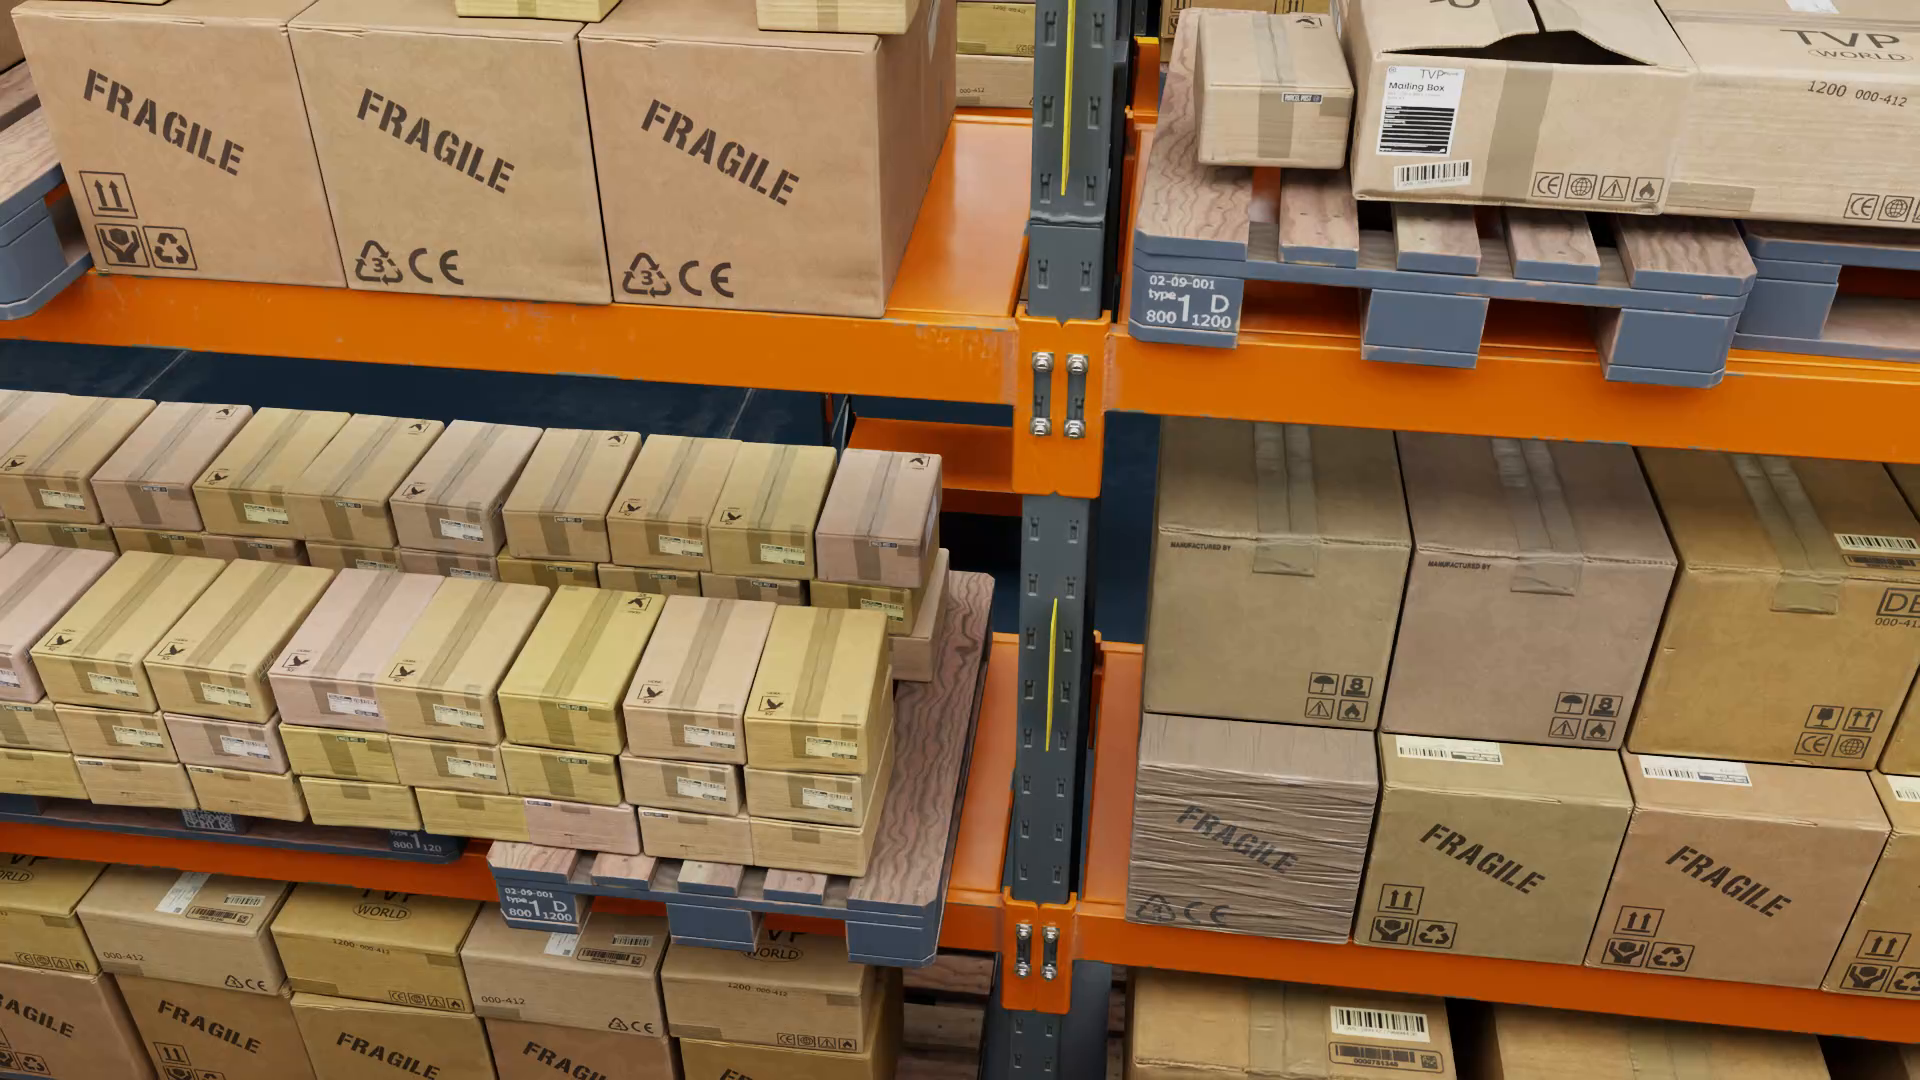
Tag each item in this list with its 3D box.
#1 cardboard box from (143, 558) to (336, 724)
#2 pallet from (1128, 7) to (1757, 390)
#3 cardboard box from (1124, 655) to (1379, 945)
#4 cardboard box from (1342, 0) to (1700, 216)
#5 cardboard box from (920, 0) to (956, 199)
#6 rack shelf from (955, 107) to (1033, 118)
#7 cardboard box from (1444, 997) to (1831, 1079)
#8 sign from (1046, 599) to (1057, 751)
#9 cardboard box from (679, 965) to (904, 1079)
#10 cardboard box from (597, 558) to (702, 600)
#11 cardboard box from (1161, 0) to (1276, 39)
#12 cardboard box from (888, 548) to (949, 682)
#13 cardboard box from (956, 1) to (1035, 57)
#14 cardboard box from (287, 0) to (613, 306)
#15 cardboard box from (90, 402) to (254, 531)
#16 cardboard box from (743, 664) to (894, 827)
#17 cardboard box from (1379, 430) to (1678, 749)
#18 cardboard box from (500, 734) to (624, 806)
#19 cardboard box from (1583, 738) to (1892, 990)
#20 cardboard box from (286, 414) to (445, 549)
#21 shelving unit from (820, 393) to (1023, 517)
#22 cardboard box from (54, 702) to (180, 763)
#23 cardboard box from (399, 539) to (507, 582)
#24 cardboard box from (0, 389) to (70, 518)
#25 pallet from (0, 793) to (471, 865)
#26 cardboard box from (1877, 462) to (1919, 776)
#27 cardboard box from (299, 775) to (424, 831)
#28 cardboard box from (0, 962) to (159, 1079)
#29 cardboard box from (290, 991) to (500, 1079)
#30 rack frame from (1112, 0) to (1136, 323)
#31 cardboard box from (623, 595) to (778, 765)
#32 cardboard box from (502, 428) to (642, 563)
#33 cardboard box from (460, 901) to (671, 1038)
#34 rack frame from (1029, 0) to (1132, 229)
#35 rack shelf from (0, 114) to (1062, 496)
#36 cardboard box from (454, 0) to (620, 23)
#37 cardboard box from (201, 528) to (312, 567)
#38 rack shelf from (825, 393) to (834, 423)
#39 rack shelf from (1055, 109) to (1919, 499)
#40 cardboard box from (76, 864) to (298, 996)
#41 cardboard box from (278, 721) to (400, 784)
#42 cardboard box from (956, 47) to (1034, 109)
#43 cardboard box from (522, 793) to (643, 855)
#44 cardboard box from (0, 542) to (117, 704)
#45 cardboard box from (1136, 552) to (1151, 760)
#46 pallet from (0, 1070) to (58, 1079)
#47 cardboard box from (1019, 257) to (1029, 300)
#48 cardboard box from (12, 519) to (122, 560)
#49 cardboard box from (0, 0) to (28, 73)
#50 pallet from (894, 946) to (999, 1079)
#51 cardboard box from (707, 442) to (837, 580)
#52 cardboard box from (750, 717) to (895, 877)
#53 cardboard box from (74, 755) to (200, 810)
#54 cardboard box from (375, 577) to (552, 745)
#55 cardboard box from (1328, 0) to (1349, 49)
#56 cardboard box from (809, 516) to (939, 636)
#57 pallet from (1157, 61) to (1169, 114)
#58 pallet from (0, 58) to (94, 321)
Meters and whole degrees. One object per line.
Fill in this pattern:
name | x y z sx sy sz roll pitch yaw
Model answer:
cardboard box | -1.582 0.219 3.703 0.250 0.149 0.380 6 36 8
pallet | 0.890 -0.728 3.268 1.003 0.211 1.213 6 36 8
cardboard box | 0.655 0.547 3.815 0.500 0.500 0.500 5 36 6
cardboard box | 0.934 -0.817 2.859 0.500 0.311 0.500 4 36 6
cardboard box | -0.288 -1.058 3.482 0.500 0.500 0.500 4 36 6
rack shelf | -1.209 -2.316 8.532 4.000 0.370 1.077 4 36 6
cardboard box | 1.705 1.304 4.416 0.750 0.750 1.050 5 36 7
sign | 0.185 0.273 3.356 0.005 0.325 0.100 4 36 6
cardboard box | -0.442 1.348 4.570 0.500 0.500 0.500 4 36 6
cardboard box | -0.744 0.021 4.237 0.250 0.149 0.380 3 36 4
cardboard box | 1.192 -2.627 7.644 0.500 0.500 0.500 3 36 5
cardboard box | -0.174 0.181 4.269 0.250 0.149 0.380 4 36 5
cardboard box | 0.262 -2.492 7.859 0.500 0.250 0.500 4 36 6
cardboard box | -0.852 -0.788 3.104 0.500 0.500 0.500 4 36 6
cardboard box | -2.007 -0.194 4.282 0.250 0.149 0.380 3 36 4
cardboard box | -0.303 0.435 3.657 0.250 0.149 0.380 5 36 7
cardboard box | 1.190 0.027 3.683 0.500 0.500 0.700 4 36 5
cardboard box | -0.830 0.398 3.708 0.250 0.149 0.380 5 36 7
cardboard box | 1.660 0.621 3.712 0.500 0.500 0.500 4 36 6
cardboard box | -1.493 -0.154 4.226 0.250 0.149 0.380 5 36 7
shelving unit | -0.007 -0.458 6.924 1.048 1.125 0.538 4 36 6
cardboard box | -1.839 0.322 3.815 0.250 0.149 0.380 4 36 5
cardboard box | -1.241 -0.016 4.289 0.250 0.149 0.380 4 36 6
cardboard box | -2.517 -0.231 4.335 0.250 0.149 0.380 4 36 6
pallet | -1.724 0.354 4.336 1.213 0.211 1.003 4 36 6
cardboard box | 2.206 0.101 3.579 0.500 0.500 0.700 4 36 5
cardboard box | -1.318 0.481 3.849 0.250 0.149 0.380 3 36 4
cardboard box | -2.499 1.195 4.783 0.500 0.500 0.500 6 36 8
cardboard box | -1.483 1.277 4.668 0.500 0.500 0.500 3 36 4
rack frame | 0.775 -2.460 8.115 0.127 3.000 1.000 4 36 6
cardboard box | -0.549 0.296 3.595 0.250 0.149 0.380 4 36 5
cardboard box | -0.961 -0.116 4.174 0.250 0.149 0.380 3 36 4
cardboard box | -0.970 1.010 4.398 0.500 0.250 0.500 5 36 7
rack frame | 0.245 -2.043 2.366 0.127 3.000 1.000 4 36 6
rack shelf | -1.739 -0.677 3.654 4.000 0.370 1.077 4 36 6
cardboard box | -0.700 -1.084 2.859 0.258 0.266 0.396 4 36 6
cardboard box | -1.755 -0.054 4.343 0.250 0.149 0.380 6 36 8
rack shelf | -0.007 -0.697 6.754 1.000 0.278 0.538 4 36 6
rack shelf | 2.228 -0.381 3.239 4.000 0.370 1.077 4 36 6
cardboard box | -1.990 0.930 4.510 0.500 0.250 0.500 6 36 8
cardboard box | -1.324 0.360 3.762 0.250 0.149 0.380 4 36 6
cardboard box | 0.240 -2.287 8.002 0.500 0.250 0.500 3 36 4
cardboard box | -0.805 0.521 3.793 0.250 0.149 0.380 5 36 7
cardboard box | -2.108 0.182 3.756 0.250 0.149 0.380 6 36 8
cardboard box | 0.725 0.237 4.250 0.500 0.500 0.500 4 36 6
pallet | -2.951 1.295 5.254 1.213 0.211 1.003 4 36 6
cardboard box | 0.100 -1.866 8.749 0.875 0.875 0.875 4 36 6
cardboard box | -2.266 -0.094 4.399 0.250 0.149 0.380 3 36 4
cardboard box | -2.208 -1.141 3.234 0.637 0.503 0.797 4 36 5
pallet | -0.530 1.476 5.001 1.213 0.211 1.003 4 36 6
cardboard box | -0.456 -0.076 4.117 0.250 0.149 0.380 3 36 5
cardboard box | -0.303 0.559 3.740 0.250 0.149 0.380 5 36 7
cardboard box | -1.845 0.443 3.902 0.250 0.149 0.380 3 36 4
cardboard box | -1.074 0.259 3.647 0.250 0.149 0.380 5 36 7
cardboard box | 0.867 -1.021 3.270 0.250 0.166 0.380 4 36 6
cardboard box | -0.209 0.058 4.185 0.250 0.149 0.380 6 36 8
pallet | 1.495 -2.391 8.183 1.003 0.211 1.213 4 36 6
pallet | -2.095 -0.859 3.451 1.003 0.211 1.213 4 36 6
